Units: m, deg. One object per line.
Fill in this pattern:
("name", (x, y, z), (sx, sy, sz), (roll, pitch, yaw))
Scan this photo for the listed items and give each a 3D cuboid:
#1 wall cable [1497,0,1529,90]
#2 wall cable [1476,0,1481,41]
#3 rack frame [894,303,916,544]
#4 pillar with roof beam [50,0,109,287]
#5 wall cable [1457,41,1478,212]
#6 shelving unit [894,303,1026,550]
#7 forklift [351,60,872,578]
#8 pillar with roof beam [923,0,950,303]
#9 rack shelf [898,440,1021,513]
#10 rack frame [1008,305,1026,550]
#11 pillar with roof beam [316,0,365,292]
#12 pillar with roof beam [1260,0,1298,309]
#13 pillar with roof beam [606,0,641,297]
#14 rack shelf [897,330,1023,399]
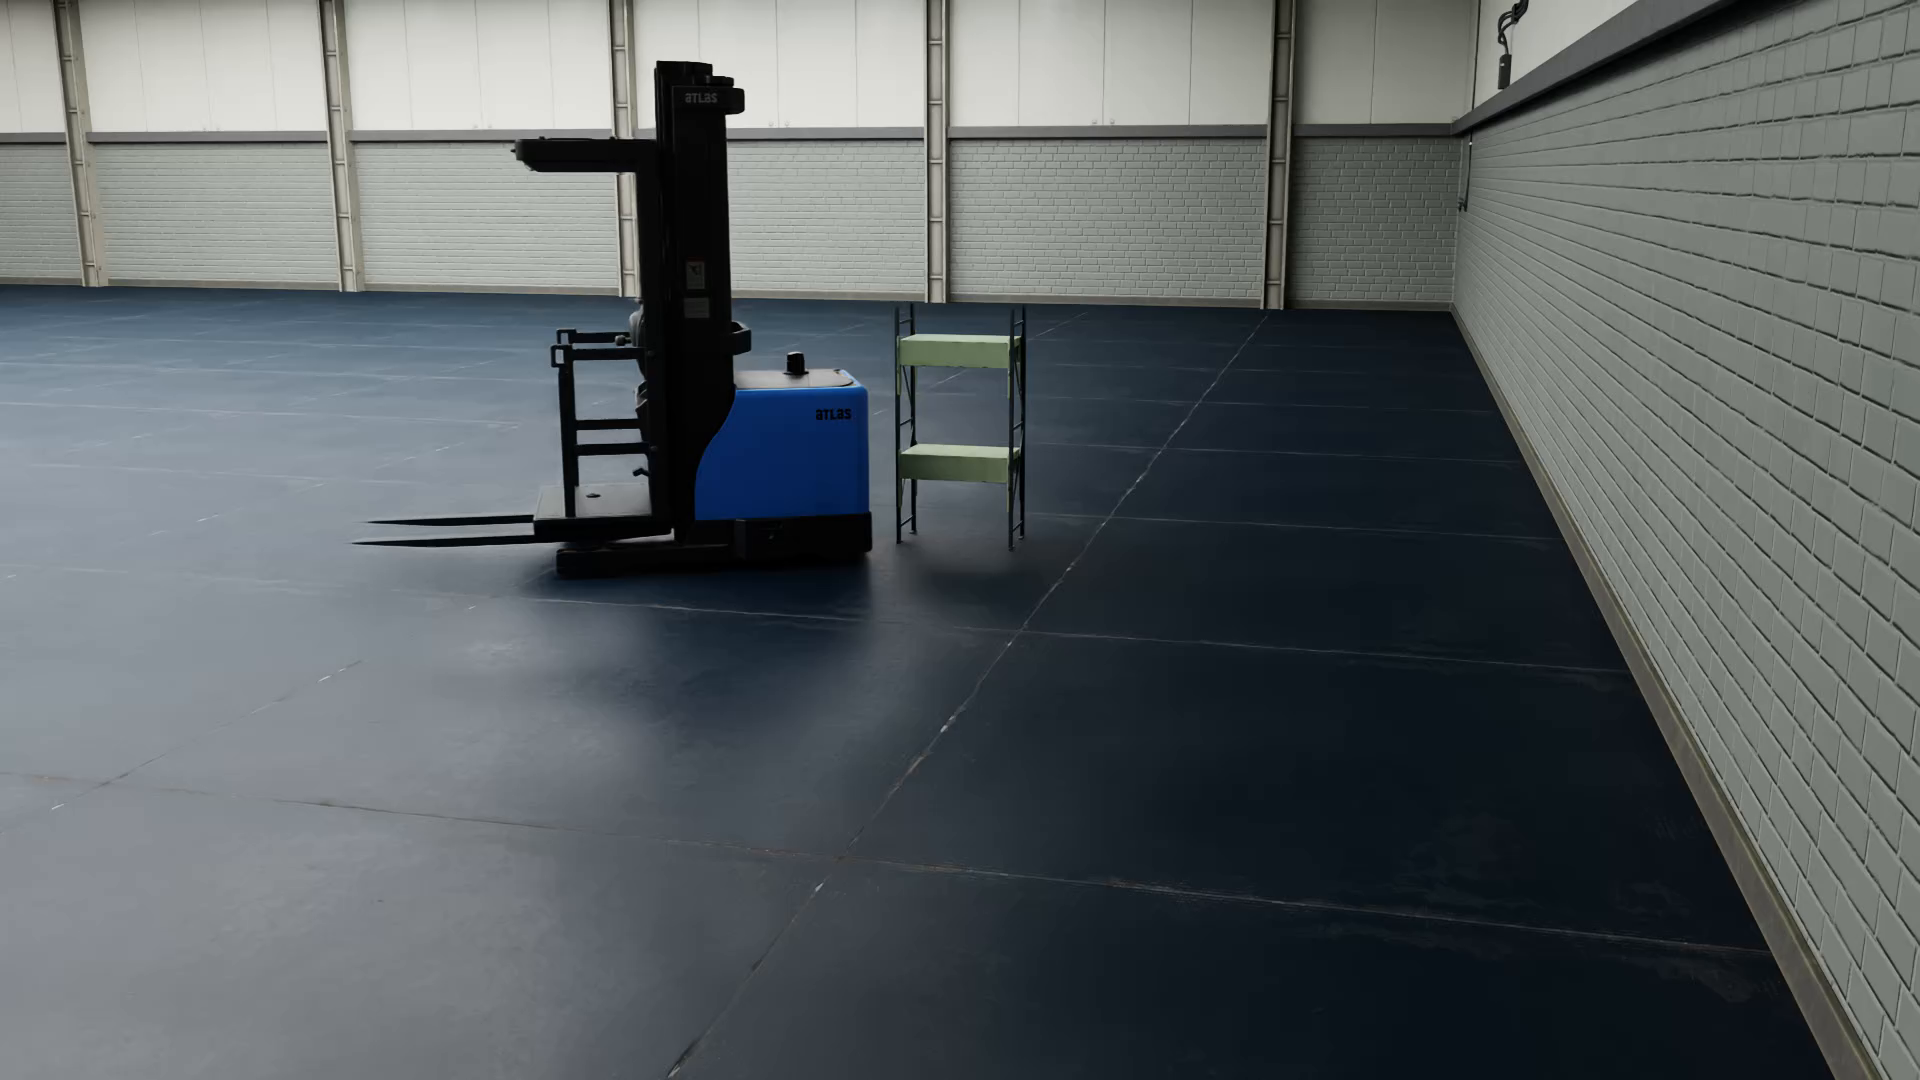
("wall cable", (5.669, -7.638, 16.533), (0.169, 6.003, 2.305), (3, 13, 14))
("wall cable", (7.310, -8.354, 23.121), (0.112, 2.526, 3.097), (3, 13, 14))
("rack frame", (-0.349, -0.751, 10.655), (0.023, 1.500, 0.400), (3, 13, 14))
("pillar with roof beam", (-18.917, -8.744, 29.371), (0.400, 9.000, 9.100), (3, 13, 14))
("wall cable", (7.958, -6.457, 26.232), (0.112, 2.526, 3.097), (3, 13, 14))
("shelving unit", (0.006, -0.732, 10.570), (0.755, 1.500, 0.431), (3, 13, 14))
("forklift", (-2.107, -1.332, 9.971), (3.031, 2.935, 1.130), (-3, 13, -11))
("pillar with roof beam", (-1.442, -7.810, 25.161), (0.400, 9.000, 9.100), (3, 13, 14))
("rack shelf", (0.006, -0.414, 10.640), (0.720, 0.370, 0.431), (3, 13, 14))
("rack frame", (0.362, -0.713, 10.484), (0.023, 1.500, 0.400), (3, 13, 14))
("pillar with roof beam", (-13.092, -8.433, 27.968), (0.400, 9.000, 9.100), (3, 13, 14))
("pillar with roof beam", (4.384, -7.499, 23.758), (0.400, 9.000, 9.100), (3, 13, 14))
("pillar with roof beam", (-7.267, -8.122, 26.564), (0.400, 9.000, 9.100), (3, 13, 14))
("rack shelf", (0.006, -1.113, 10.485), (0.720, 0.370, 0.431), (3, 13, 14))
